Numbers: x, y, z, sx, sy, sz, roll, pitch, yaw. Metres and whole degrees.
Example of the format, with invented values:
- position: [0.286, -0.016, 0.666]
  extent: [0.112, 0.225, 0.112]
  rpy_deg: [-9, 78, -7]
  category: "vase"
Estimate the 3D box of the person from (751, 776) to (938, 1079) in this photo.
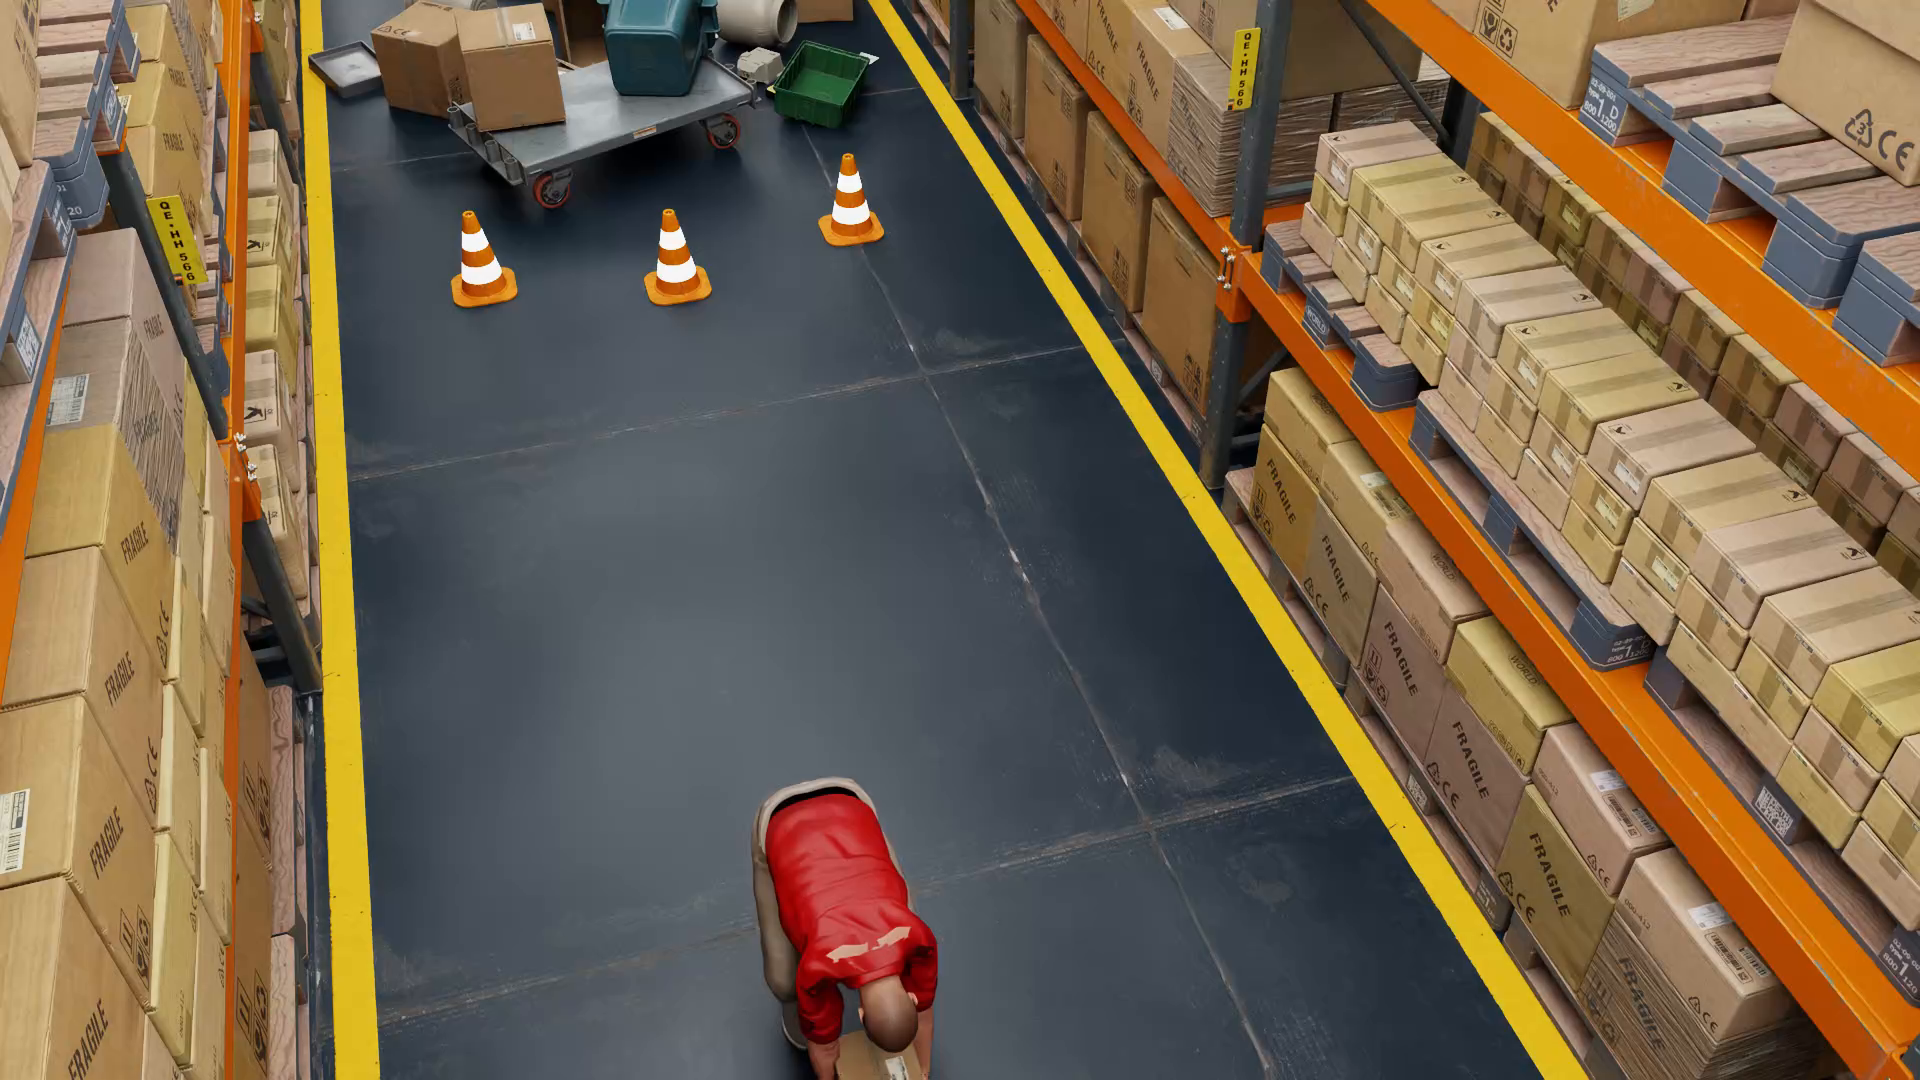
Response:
- position: [-0.346, 1.336, 5.251]
  extent: [0.530, 0.976, 0.958]
  rpy_deg: [-14, 44, -15]
  category: "person"
